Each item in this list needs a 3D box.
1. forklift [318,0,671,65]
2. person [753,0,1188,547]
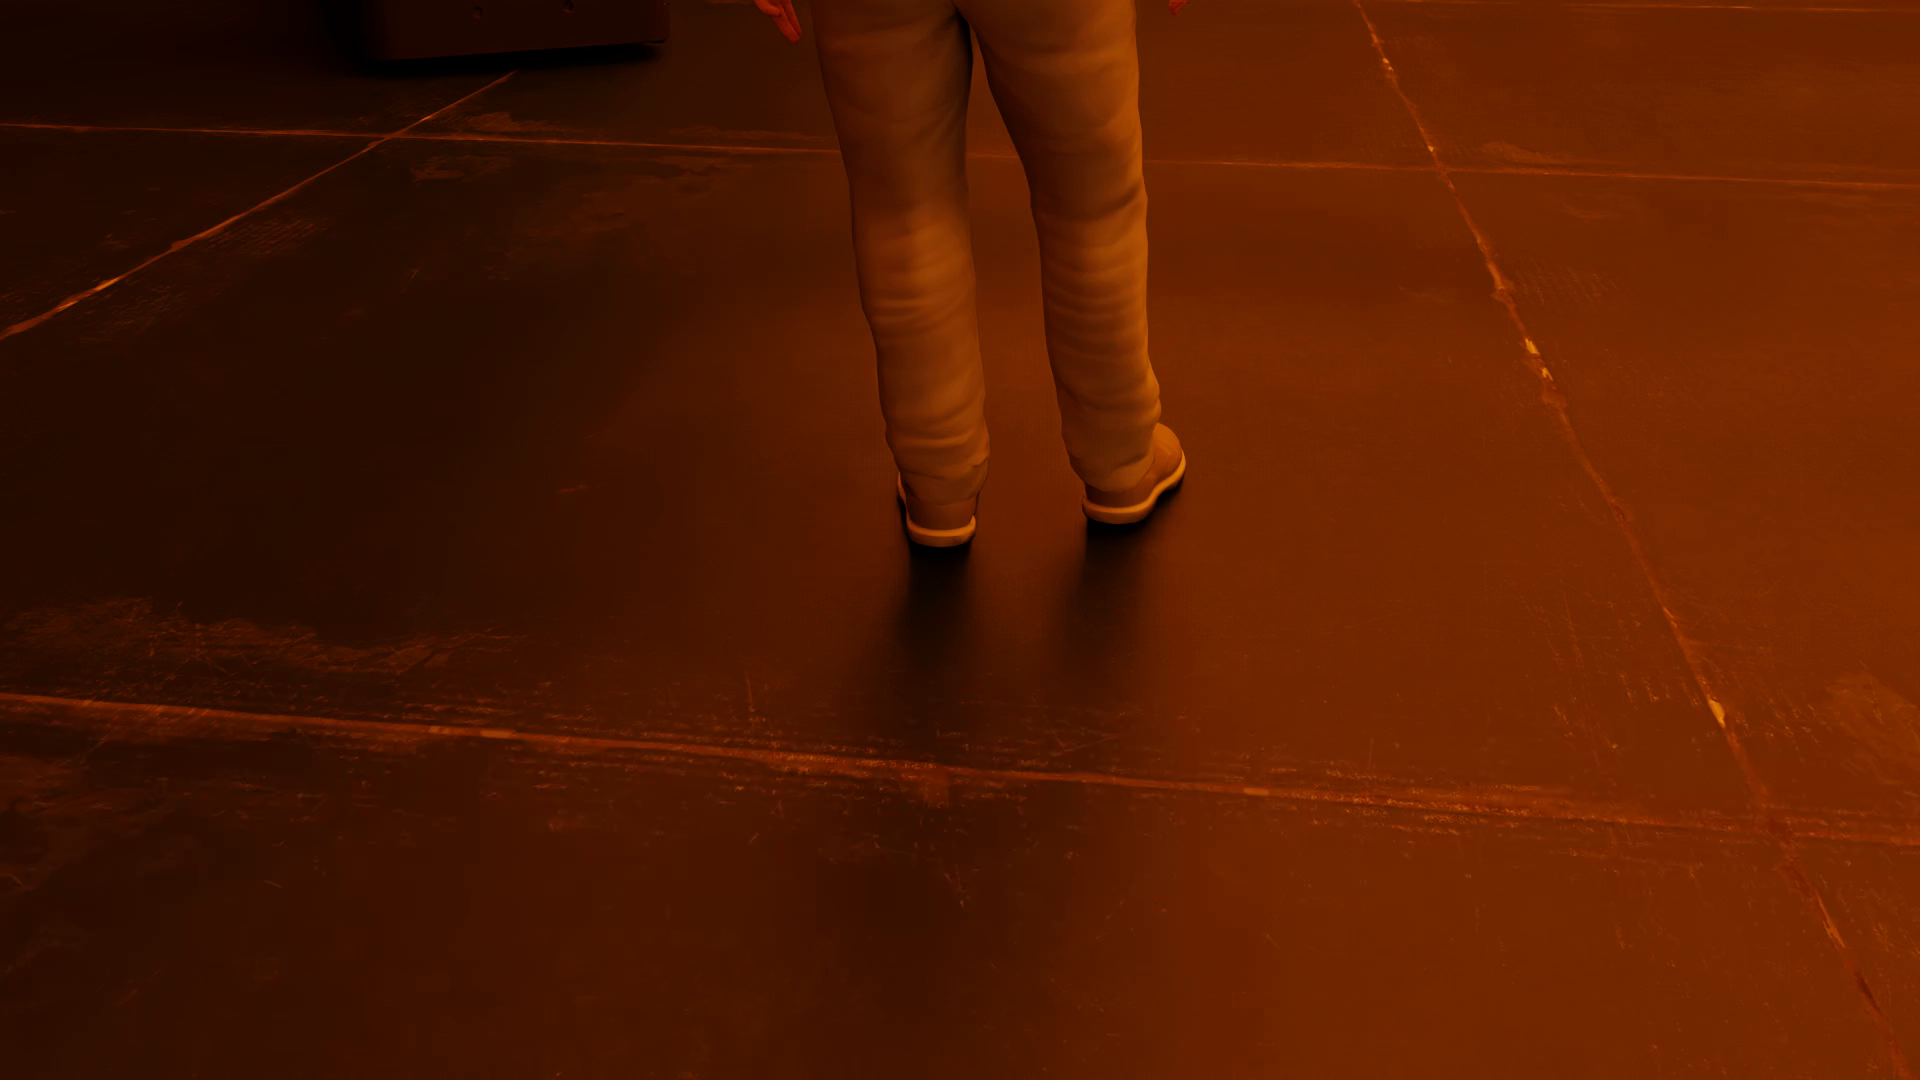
[{"bbox_3d":[-2.083,-3.543,6.318,1.130,2.935,3.031,-11,29,-21],"label":"forklift"},{"bbox_3d":[0.023,-0.837,2.166,0.640,1.781,0.575,3,27,7],"label":"person"}]
